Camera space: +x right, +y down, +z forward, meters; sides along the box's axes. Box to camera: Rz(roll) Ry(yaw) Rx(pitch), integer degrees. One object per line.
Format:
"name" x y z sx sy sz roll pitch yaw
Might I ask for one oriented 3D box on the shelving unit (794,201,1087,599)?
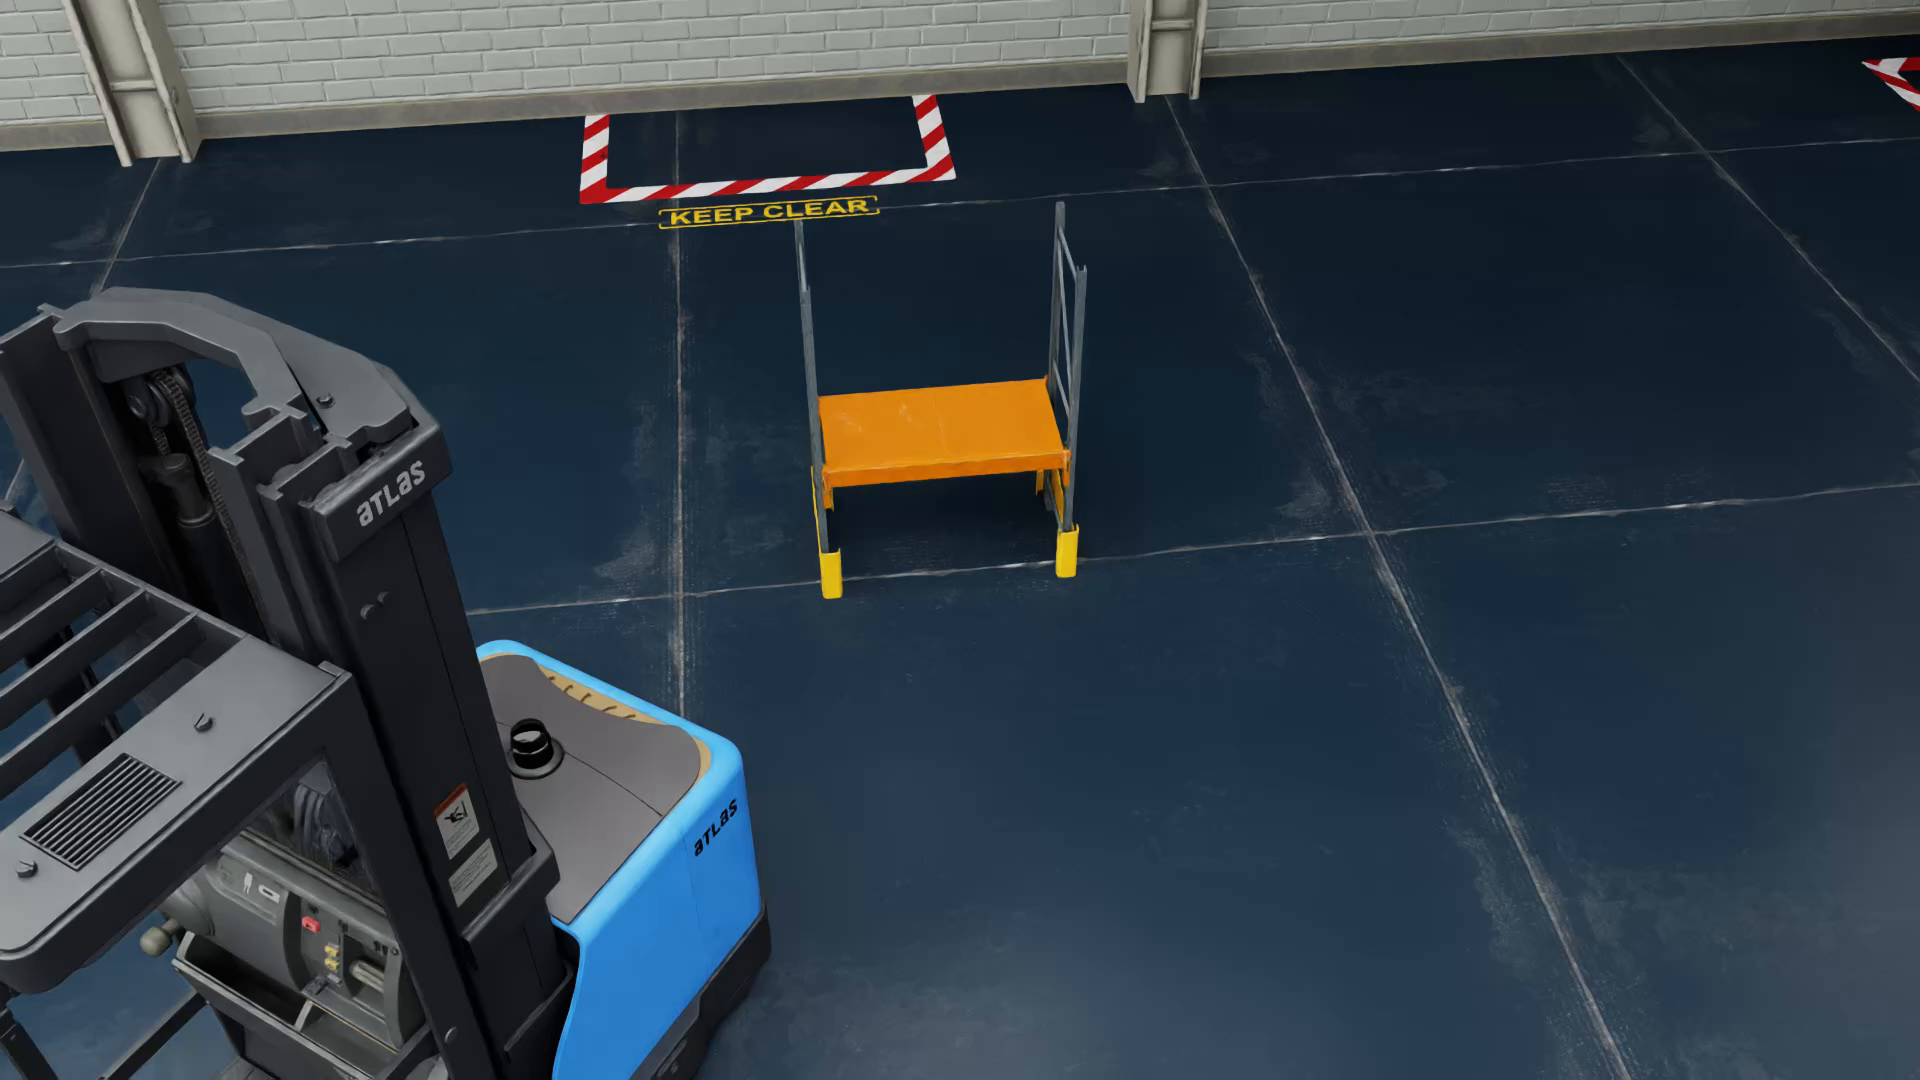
"shelving unit" -0.076 -0.550 6.740 1.083 1.500 0.587 -5 42 -6

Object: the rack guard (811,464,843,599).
"rack guard" -0.569 -0.043 7.111 0.087 0.250 0.587 -5 42 -6

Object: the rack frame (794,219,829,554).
"rack frame" -0.589 -0.505 6.691 0.032 1.500 0.500 -5 42 -6

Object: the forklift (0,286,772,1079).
"forklift" -1.806 1.021 3.930 1.130 2.935 3.031 21 46 22

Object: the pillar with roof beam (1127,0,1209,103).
"pillar with roof beam" 1.817 -3.292 4.181 0.400 9.000 9.100 -5 42 -6

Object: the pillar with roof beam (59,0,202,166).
"pillar with roof beam" -4.132 -2.770 3.603 0.400 9.000 9.100 -5 42 -6

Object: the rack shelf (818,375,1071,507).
"rack shelf" -0.085 -0.416 6.860 1.000 0.185 0.538 -5 42 -6

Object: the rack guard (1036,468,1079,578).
"rack guard" 0.418 -0.129 7.207 0.087 0.250 0.587 -5 42 -6

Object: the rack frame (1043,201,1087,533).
"rack frame" 0.419 -0.594 6.788 0.032 1.500 0.500 -5 42 -6
